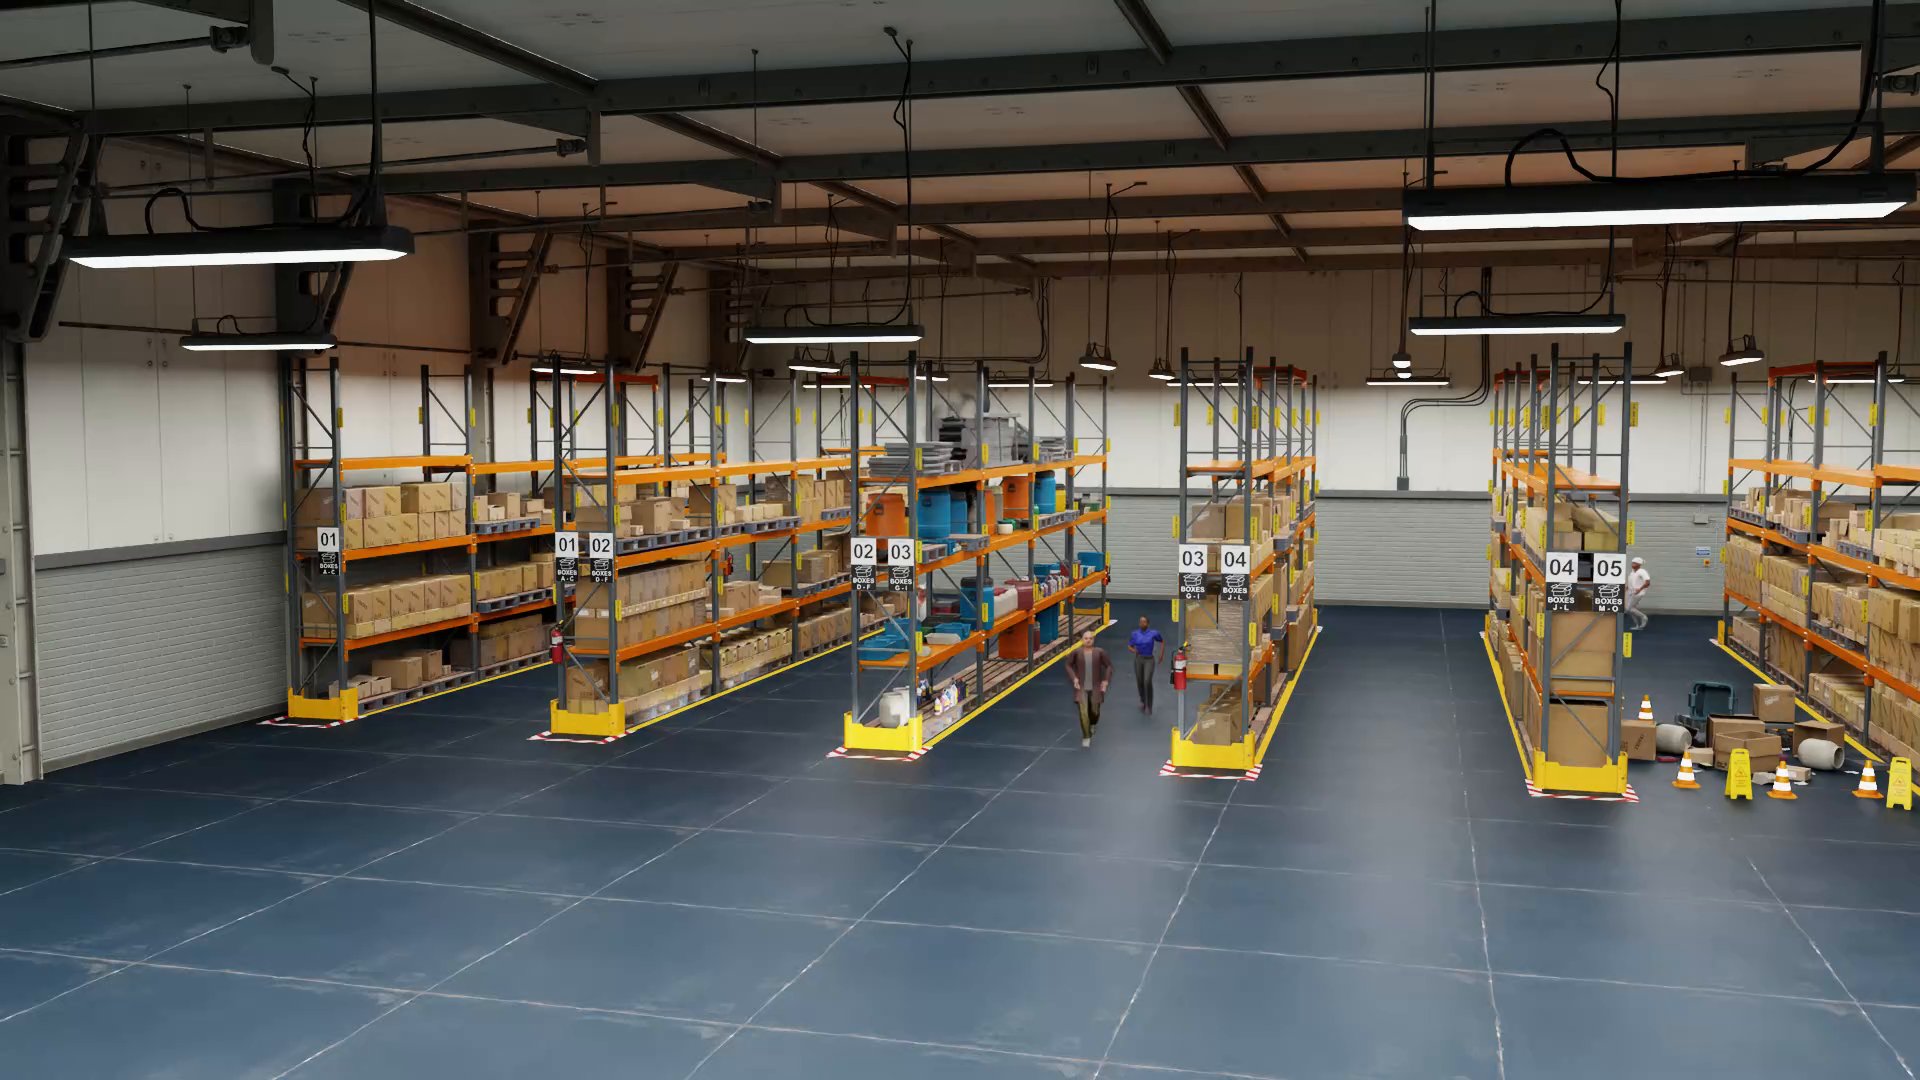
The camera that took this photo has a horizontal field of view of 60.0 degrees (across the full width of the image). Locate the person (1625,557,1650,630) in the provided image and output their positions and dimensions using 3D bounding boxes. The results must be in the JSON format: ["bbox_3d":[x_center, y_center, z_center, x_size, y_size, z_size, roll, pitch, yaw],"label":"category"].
[{"bbox_3d":[15.870,1.266,39.097,0.569,1.719,0.674,0,4,1],"label":"person"}]

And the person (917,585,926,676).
[{"bbox_3d":[-0.724,1.754,32.575,0.633,1.770,1.068,1,4,12],"label":"person"}]

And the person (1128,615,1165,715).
[{"bbox_3d":[3.143,2.129,28.185,0.589,1.717,0.723,1,4,17],"label":"person"}]

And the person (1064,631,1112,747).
[{"bbox_3d":[1.973,2.265,25.568,0.741,1.743,0.652,0,4,2],"label":"person"}]
